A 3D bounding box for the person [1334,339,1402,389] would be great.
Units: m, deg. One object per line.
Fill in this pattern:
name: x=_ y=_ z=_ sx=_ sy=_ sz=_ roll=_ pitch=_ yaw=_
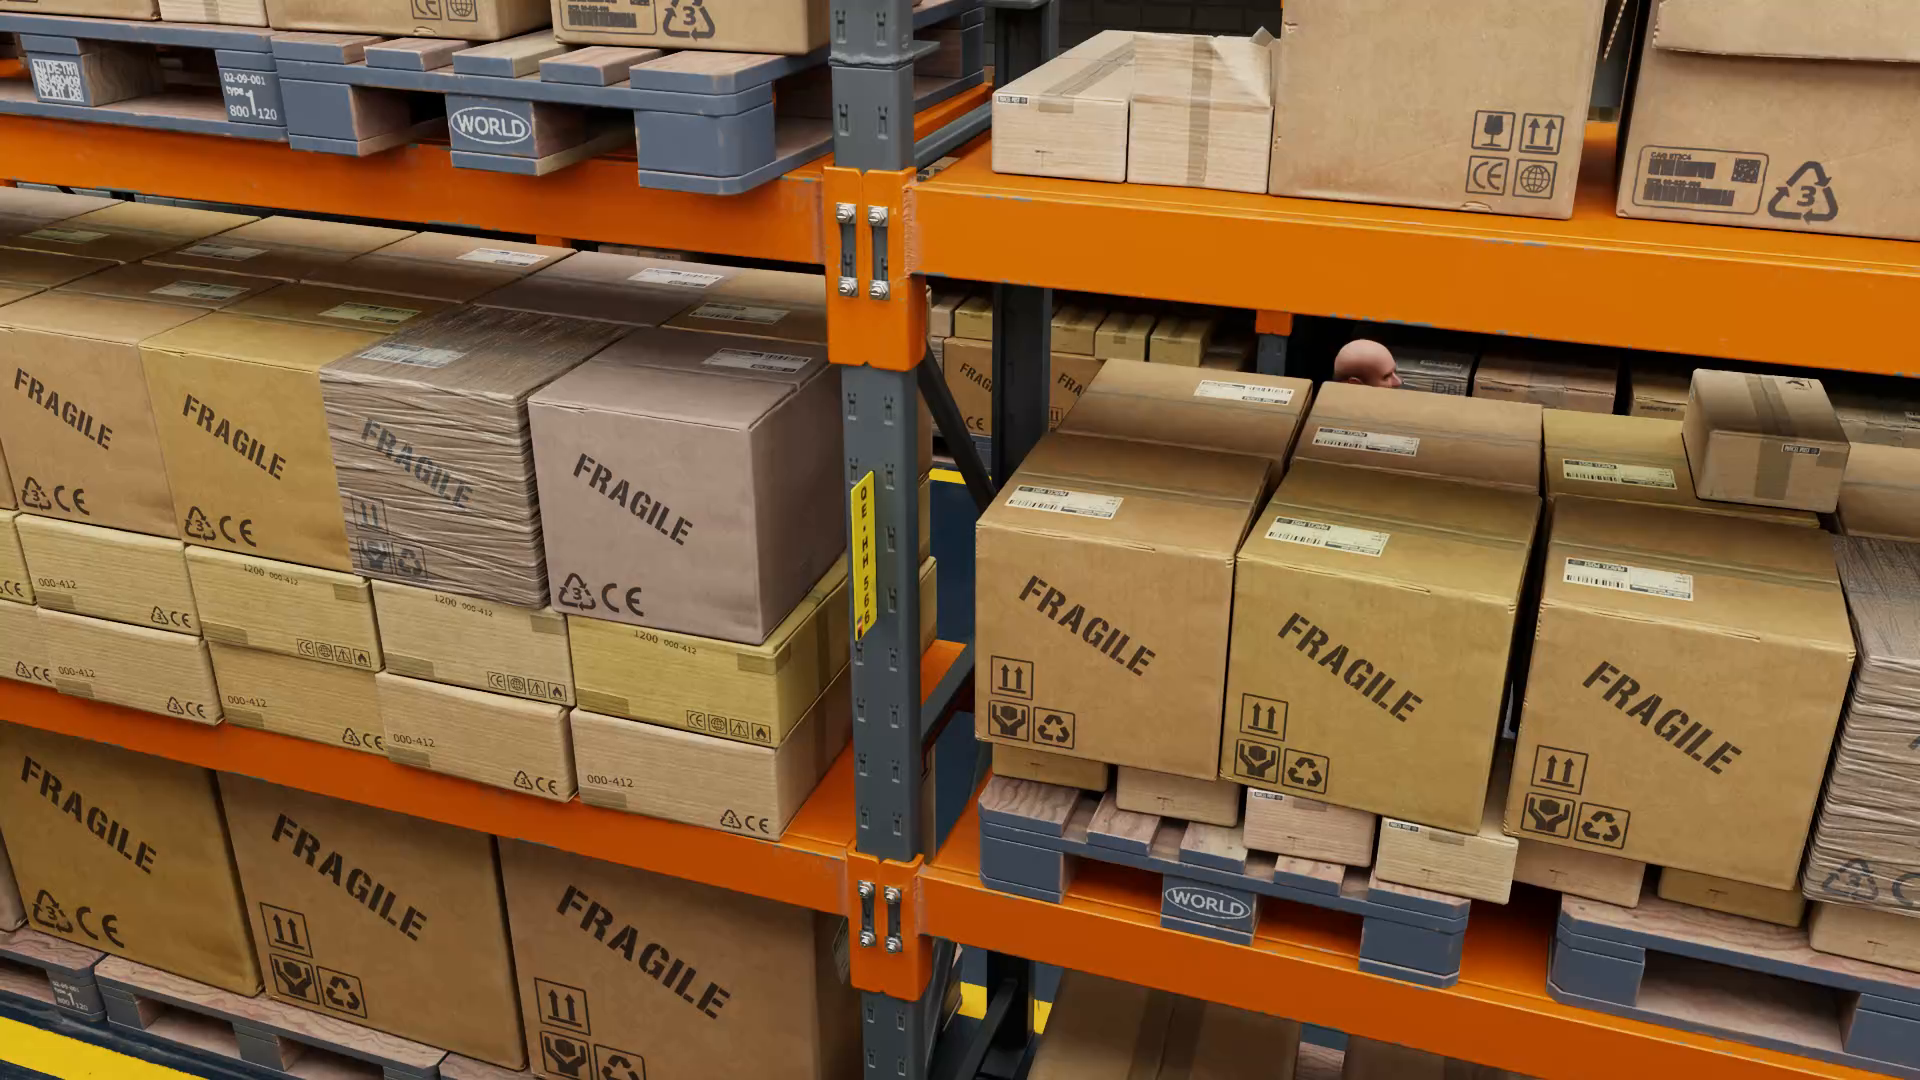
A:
person: x=1.378 y=0.126 z=5.815 sx=0.463 sy=1.714 sz=0.565 roll=7 pitch=26 yaw=14
